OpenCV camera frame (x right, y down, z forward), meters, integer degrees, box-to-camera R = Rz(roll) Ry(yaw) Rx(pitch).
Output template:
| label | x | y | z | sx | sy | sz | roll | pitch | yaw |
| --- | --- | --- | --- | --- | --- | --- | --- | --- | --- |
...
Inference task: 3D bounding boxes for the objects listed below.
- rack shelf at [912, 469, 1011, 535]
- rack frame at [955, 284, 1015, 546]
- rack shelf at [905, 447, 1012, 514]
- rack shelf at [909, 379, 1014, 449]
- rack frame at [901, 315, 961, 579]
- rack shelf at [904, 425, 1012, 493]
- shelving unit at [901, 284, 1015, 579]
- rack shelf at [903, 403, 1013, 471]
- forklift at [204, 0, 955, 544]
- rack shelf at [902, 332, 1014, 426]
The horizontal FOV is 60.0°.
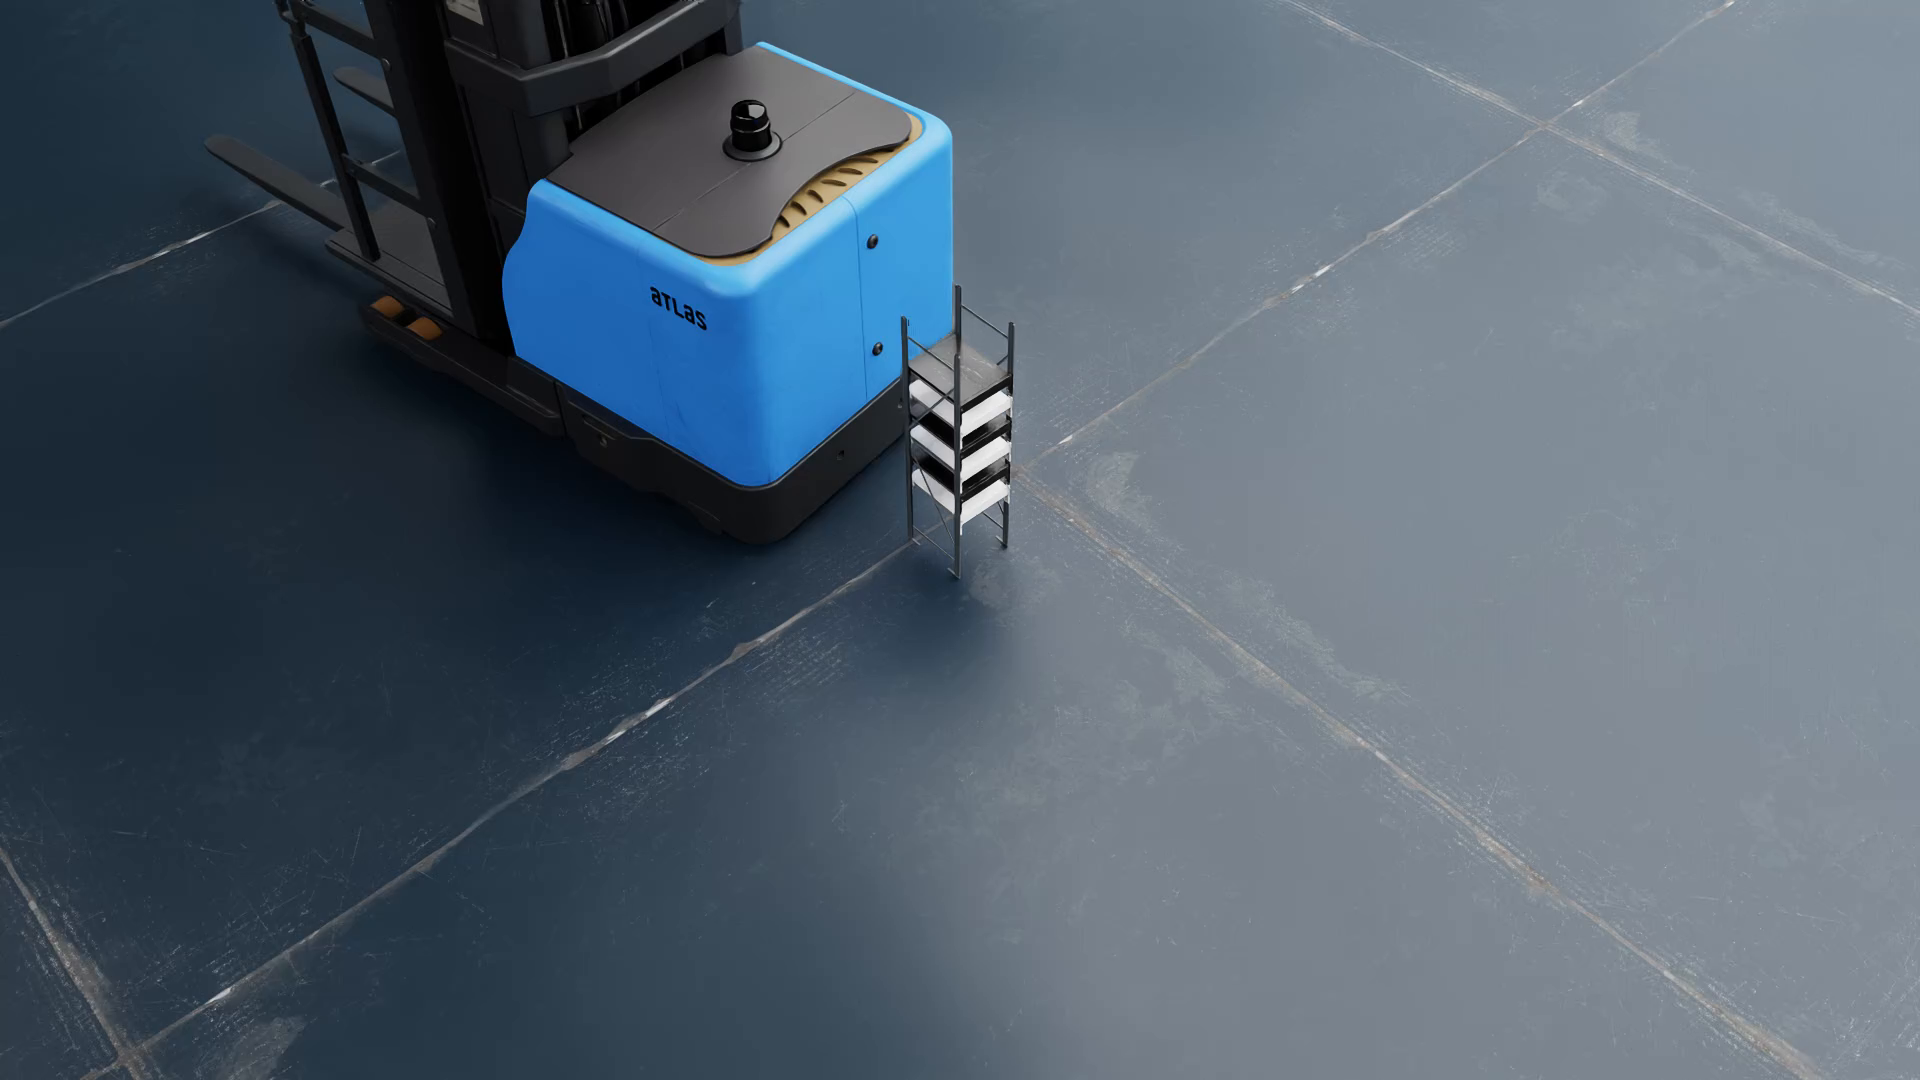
| label | x | y | z | sx | sy | sz | roll | pitch | yaw |
| --- | --- | --- | --- | --- | --- | --- | --- | --- | --- |
| rack shelf | -0.006 | -0.156 | 5.072 | 0.200 | 0.077 | 0.258 | -34 | 56 | -27 |
| rack frame | 0.069 | -0.351 | 4.962 | 0.006 | 0.900 | 0.240 | -34 | 56 | -27 |
| rack shelf | -0.006 | -0.218 | 5.006 | 0.200 | 0.077 | 0.258 | -34 | 56 | -27 |
| rack shelf | -0.006 | -0.401 | 4.808 | 0.200 | 0.077 | 0.258 | -34 | 56 | -27 |
| rack frame | -0.081 | -0.251 | 4.869 | 0.006 | 0.900 | 0.240 | -34 | 56 | -27 |
| rack shelf | -0.006 | -0.279 | 4.940 | 0.200 | 0.077 | 0.258 | -34 | 56 | -27 |
| shelving unit | -0.006 | -0.301 | 4.916 | 0.210 | 0.900 | 0.258 | -34 | 56 | -27 |
| rack shelf | -0.006 | -0.340 | 4.874 | 0.200 | 0.077 | 0.258 | -34 | 56 | -27 |
| forklift | -1.485 | -1.881 | 4.992 | 3.031 | 2.935 | 1.130 | 29 | 54 | 24 |
| rack shelf | -0.006 | -0.462 | 4.742 | 0.200 | 0.077 | 0.258 | -34 | 56 | -27 |
